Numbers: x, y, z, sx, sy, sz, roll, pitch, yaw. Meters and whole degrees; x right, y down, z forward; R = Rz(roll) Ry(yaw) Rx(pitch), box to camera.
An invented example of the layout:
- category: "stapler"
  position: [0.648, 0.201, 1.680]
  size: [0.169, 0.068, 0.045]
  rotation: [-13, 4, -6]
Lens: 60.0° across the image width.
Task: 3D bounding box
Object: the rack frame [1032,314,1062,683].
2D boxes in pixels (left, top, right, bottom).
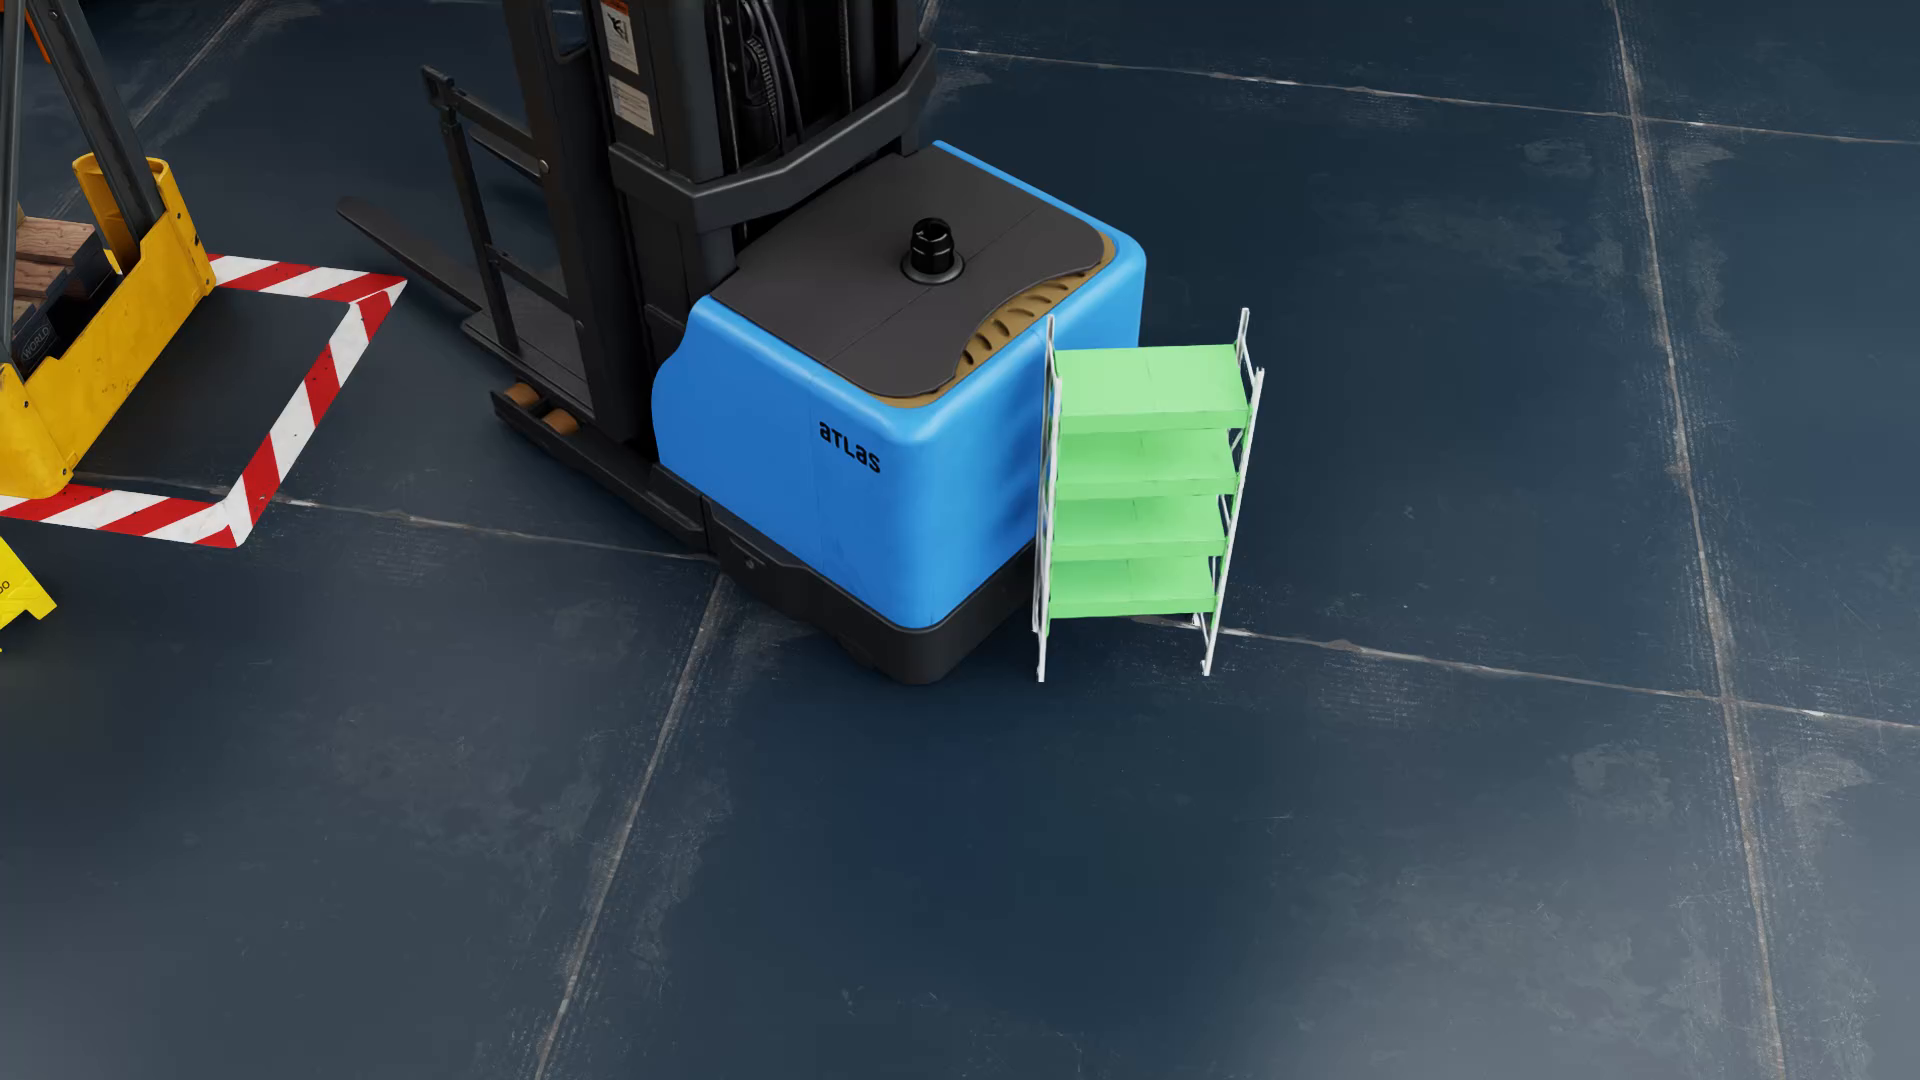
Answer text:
- category: "rack frame"
  position: [0.232, -0.072, 4.508]
  size: [0.015, 1.200, 0.240]
  rotation: [-2, 48, -2]

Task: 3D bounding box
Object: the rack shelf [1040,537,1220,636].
- category: "rack shelf"
  position: [0.475, 0.122, 4.742]
  size: [0.480, 0.148, 0.258]
  rotation: [-2, 48, -2]

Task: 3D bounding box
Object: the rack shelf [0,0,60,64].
- category: "rack shelf"
  position: [-4.883, -1.590, 5.146]
  size: [4.000, 0.370, 1.077]
  rotation: [8, 49, 7]

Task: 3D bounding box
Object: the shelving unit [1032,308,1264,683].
- category: "shelving unit"
  position: [0.475, -0.081, 4.516]
  size: [0.503, 1.200, 0.258]
  rotation: [-2, 48, -2]

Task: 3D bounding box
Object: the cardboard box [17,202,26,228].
- category: "cardboard box"
  position: [-3.659, -1.097, 5.785]
  size: [0.500, 0.250, 0.500]
  rotation: [7, 48, 7]

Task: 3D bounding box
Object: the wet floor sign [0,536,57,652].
- category: "wet floor sign"
  position: [-2.918, 0.029, 4.790]
  size: [0.232, 0.644, 0.267]
  rotation: [23, 52, 20]

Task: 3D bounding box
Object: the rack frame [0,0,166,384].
- category: "rack frame"
  position: [-2.915, -1.566, 4.641]
  size: [0.127, 3.000, 1.000]
  rotation: [8, 49, 7]

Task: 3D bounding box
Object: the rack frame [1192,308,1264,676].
- category: "rack frame"
  position: [0.719, -0.091, 4.525]
  size: [0.015, 1.200, 0.240]
  rotation: [-2, 48, -2]

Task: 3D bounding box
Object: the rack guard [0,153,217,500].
- category: "rack guard"
  position: [-2.989, -0.741, 5.580]
  size: [0.348, 0.500, 1.175]
  rotation: [8, 49, 7]

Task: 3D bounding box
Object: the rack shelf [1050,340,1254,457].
- category: "rack shelf"
  position: [0.475, -0.359, 4.207]
  size: [0.480, 0.148, 0.258]
  rotation: [-2, 48, -2]

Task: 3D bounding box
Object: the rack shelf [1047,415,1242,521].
- category: "rack shelf"
  position: [0.475, -0.199, 4.385]
  size: [0.480, 0.148, 0.258]
  rotation: [-2, 48, -2]

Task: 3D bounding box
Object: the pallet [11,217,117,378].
- category: "pallet"
  position: [-3.783, -0.778, 5.807]
  size: [1.213, 0.211, 1.003]
  rotation: [8, 49, 7]

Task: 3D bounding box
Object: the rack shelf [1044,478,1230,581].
- category: "rack shelf"
  position: [0.475, -0.038, 4.564]
  size: [0.480, 0.148, 0.258]
  rotation: [-2, 48, -2]

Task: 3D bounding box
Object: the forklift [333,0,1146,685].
- category: "forklift"
  position: [-0.919, -1.512, 4.638]
  size: [3.031, 2.935, 1.130]
  rotation: [33, 56, 26]
